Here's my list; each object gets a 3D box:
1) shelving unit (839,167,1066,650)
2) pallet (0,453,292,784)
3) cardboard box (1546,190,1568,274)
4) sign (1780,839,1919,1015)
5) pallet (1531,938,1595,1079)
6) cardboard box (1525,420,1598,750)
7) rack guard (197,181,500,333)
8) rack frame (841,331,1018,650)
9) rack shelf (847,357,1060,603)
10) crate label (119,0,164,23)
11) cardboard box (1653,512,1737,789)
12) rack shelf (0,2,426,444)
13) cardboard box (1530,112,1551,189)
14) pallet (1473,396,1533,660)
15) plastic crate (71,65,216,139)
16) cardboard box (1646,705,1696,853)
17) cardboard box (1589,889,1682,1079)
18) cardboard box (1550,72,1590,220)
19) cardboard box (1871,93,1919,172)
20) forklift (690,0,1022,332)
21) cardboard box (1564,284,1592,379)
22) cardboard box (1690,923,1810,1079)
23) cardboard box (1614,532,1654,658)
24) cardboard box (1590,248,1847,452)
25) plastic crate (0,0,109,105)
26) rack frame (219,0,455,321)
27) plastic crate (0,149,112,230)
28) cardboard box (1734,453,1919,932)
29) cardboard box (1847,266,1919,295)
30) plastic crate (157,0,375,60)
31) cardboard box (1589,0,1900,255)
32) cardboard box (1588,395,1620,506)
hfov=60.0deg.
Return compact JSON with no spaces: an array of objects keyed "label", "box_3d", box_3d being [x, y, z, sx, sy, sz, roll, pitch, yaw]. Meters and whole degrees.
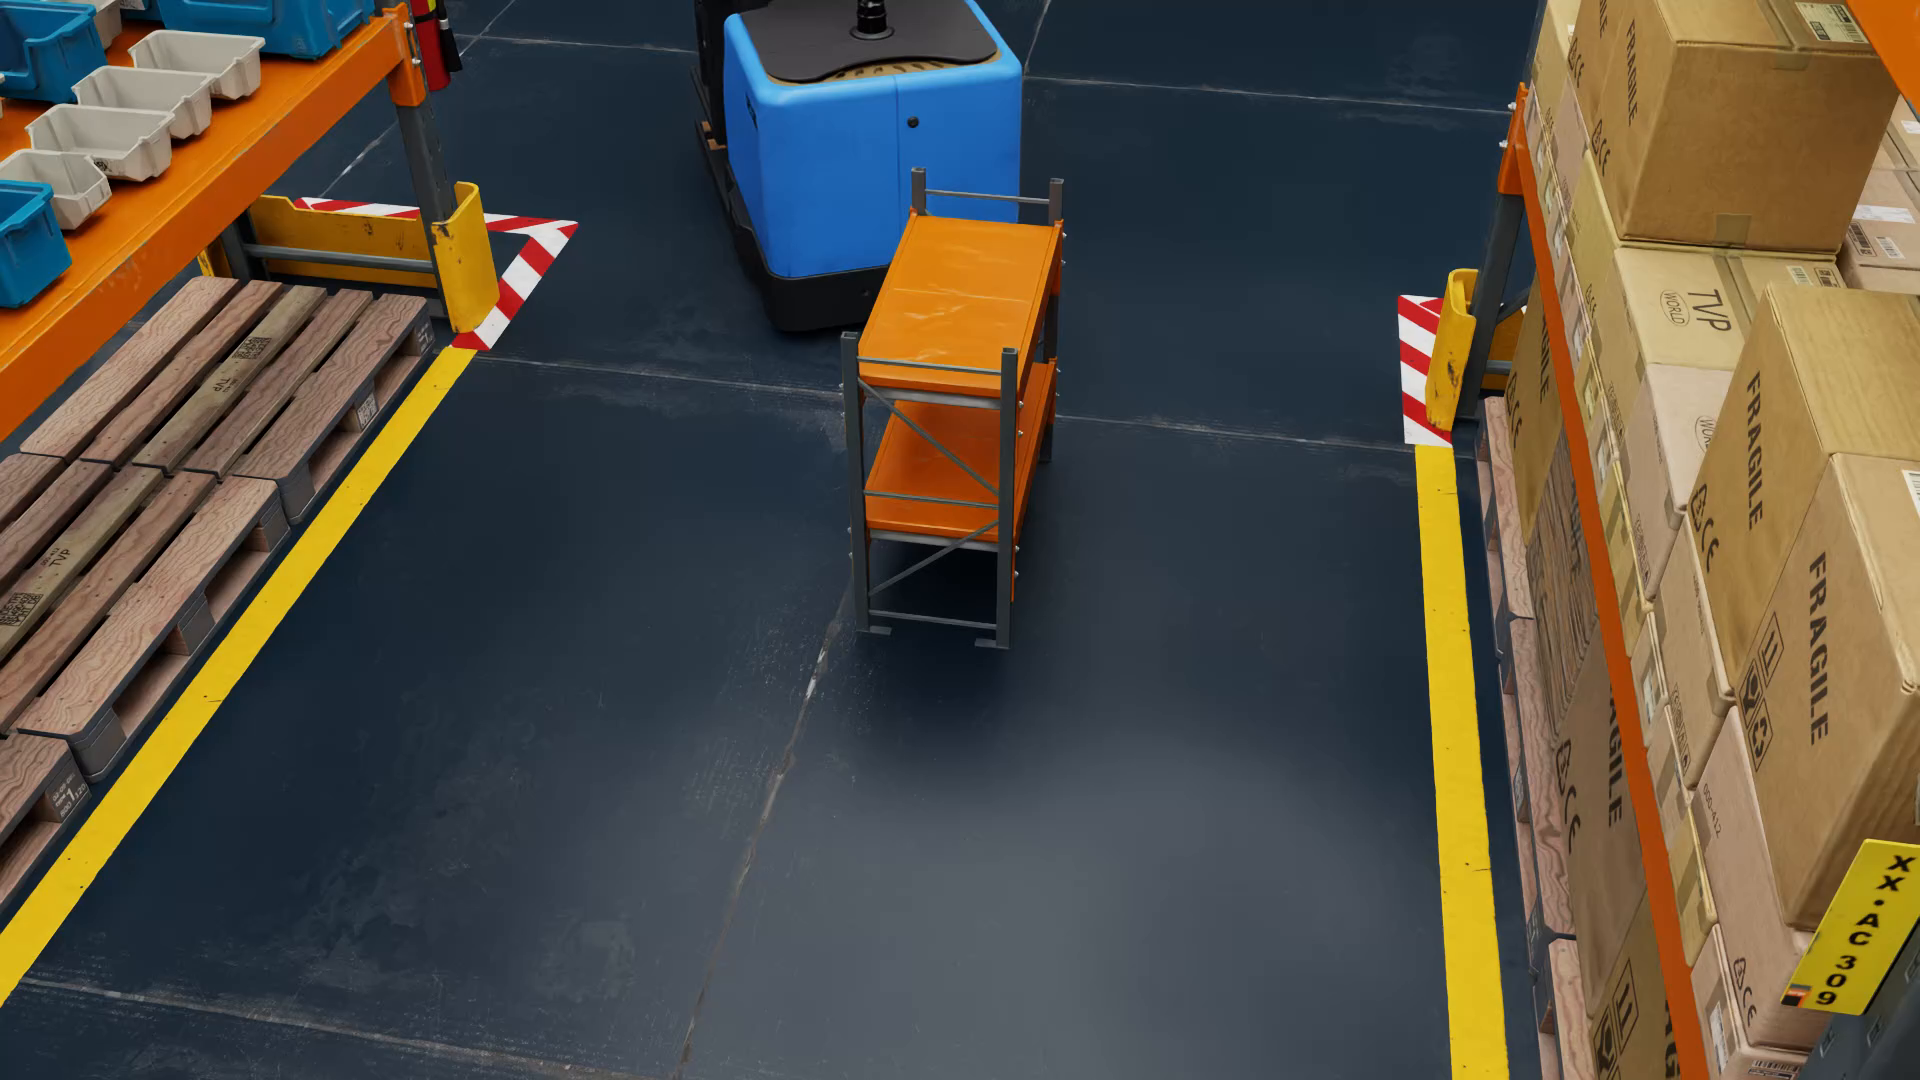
[{"label":"shelving unit","box_3d":[0.001,-0.438,5.397,0.538,1.125,1.048,6,40,8]},{"label":"pallet","box_3d":[-2.912,0.205,5.336,1.003,0.211,1.213,6,40,8]},{"label":"cardboard box","box_3d":[1.844,-0.831,4.598,0.380,0.149,0.250,6,40,7]},{"label":"sign","box_3d":[1.122,0.486,2.066,0.100,0.325,0.005,6,40,8]},{"label":"pallet","box_3d":[1.877,1.517,3.750,1.003,0.211,1.213,6,40,8]},{"label":"cardboard box","box_3d":[2.171,0.039,4.687,0.875,0.875,0.875,6,40,8]},{"label":"rack guard","box_3d":[-2.526,-1.199,6.808,1.175,0.500,0.348,6,40,8]},{"label":"rack frame","box_3d":[-0.087,-0.119,5.011,0.500,1.125,0.032,6,40,8]},{"label":"rack shelf","box_3d":[0.001,-0.249,5.552,0.538,0.278,1.000,6,40,8]},{"label":"crate label","box_3d":[-2.884,-1.986,5.882,0.416,0.233,0.303,6,40,8]},{"label":"cardboard box","box_3d":[1.574,0.223,3.011,0.500,0.250,0.500,8,40,9]},{"label":"rack shelf","box_3d":[-2.863,-0.614,4.703,1.077,0.370,4.000,6,40,8]},{"label":"cardboard box","box_3d":[1.931,-1.155,4.991,0.380,0.149,0.250,6,40,7]},{"label":"pallet","box_3d":[2.300,-0.015,5.602,1.003,0.211,1.213,6,40,8]},{"label":"plastic crate","box_3d":[-2.544,-1.355,5.195,0.396,0.136,0.243,6,40,8]},{"label":"cardboard box","box_3d":[1.488,0.457,3.040,0.380,0.149,0.250,6,40,7]},{"label":"cardboard box","box_3d":[1.862,1.162,3.328,0.875,0.875,0.875,6,40,8]},{"label":"cardboard box","box_3d":[1.928,-1.058,4.560,0.500,0.250,0.500,6,40,7]},{"label":"cardboard box","box_3d":[2.450,-1.005,4.496,0.500,0.250,0.500,6,40,7]},{"label":"forklift","box_3d":[-0.637,-2.909,6.968,1.130,2.935,3.031,-10,41,-12]},{"label":"cardboard box","box_3d":[1.754,-0.509,4.209,0.380,0.149,0.250,6,40,7]},{"label":"cardboard box","box_3d":[1.399,0.780,2.650,0.380,0.149,0.250,7,40,8]},{"label":"cardboard box","box_3d":[1.577,0.134,3.431,0.380,0.149,0.250,7,40,9]},{"label":"cardboard box","box_3d":[1.753,-0.415,3.782,0.500,0.250,0.500,6,40,7]},{"label":"plastic crate","box_3d":[-2.998,-1.573,5.383,0.416,0.233,0.300,6,40,8]},{"label":"rack frame","box_3d":[-2.517,-2.146,5.992,1.000,3.000,0.127,6,40,8]},{"label":"plastic crate","box_3d":[-2.602,-0.990,4.753,0.298,0.136,0.250,6,40,8]},{"label":"cardboard box","box_3d":[1.485,0.247,2.393,0.500,0.500,0.500,7,40,9]},{"label":"cardboard box","box_3d":[2.276,-0.358,3.713,0.500,0.250,0.500,6,40,8]},{"label":"plastic crate","box_3d":[-2.391,-1.952,5.682,0.616,0.435,0.499,6,40,8]},{"label":"cardboard box","box_3d":[1.842,-1.035,3.943,0.500,0.500,0.500,5,40,6]},{"label":"cardboard box","box_3d":[1.666,-0.186,3.818,0.380,0.149,0.250,7,40,8]}]
